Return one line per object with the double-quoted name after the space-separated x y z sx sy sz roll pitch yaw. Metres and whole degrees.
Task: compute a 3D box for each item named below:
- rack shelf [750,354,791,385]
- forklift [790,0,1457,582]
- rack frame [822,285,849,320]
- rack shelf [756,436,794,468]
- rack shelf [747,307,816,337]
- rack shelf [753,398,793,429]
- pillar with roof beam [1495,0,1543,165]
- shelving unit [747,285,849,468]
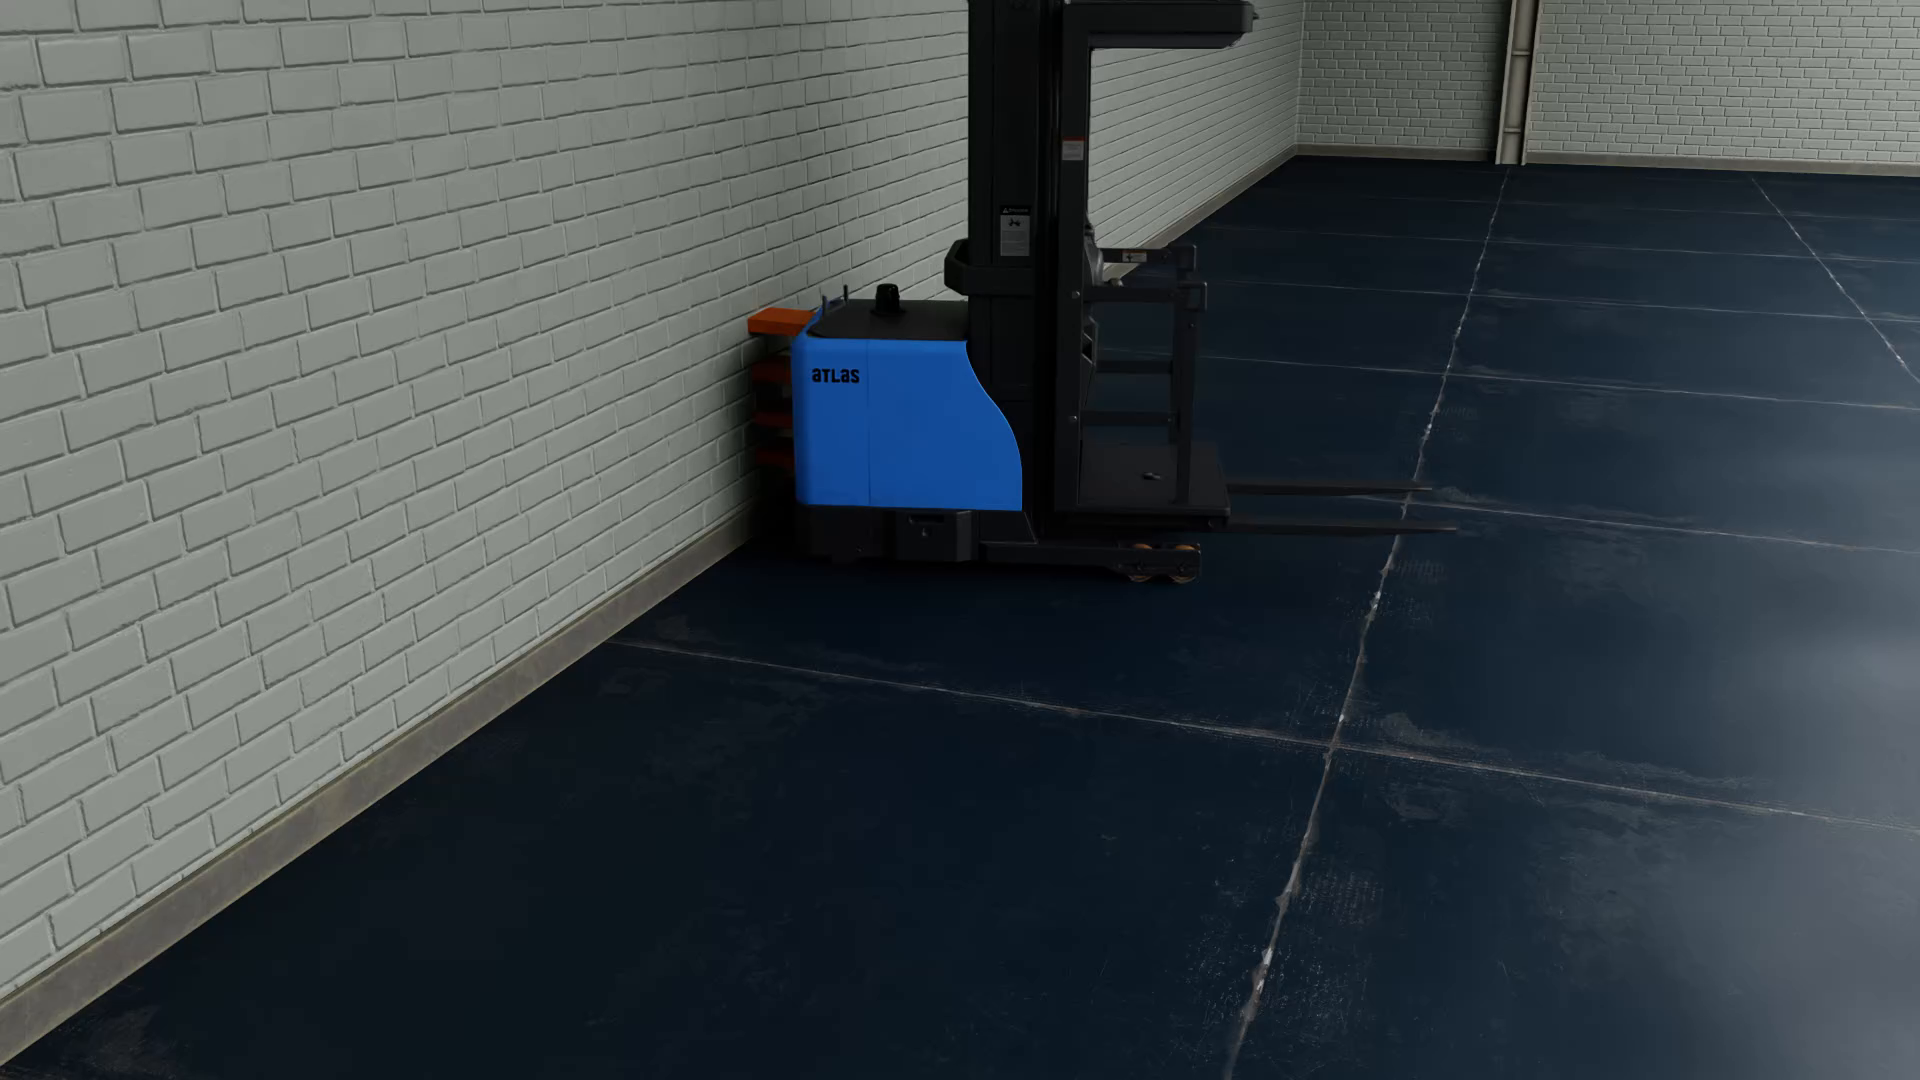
-0.804 -0.787 8.023 0.480 0.148 0.258 9 23 21 "rack shelf"
0.773 -1.376 7.570 3.031 2.935 1.130 2 19 5 "forklift"
-0.579 -0.608 7.992 0.015 1.200 0.240 9 23 21 "rack frame"
-0.801 -0.395 8.180 0.480 0.148 0.258 9 23 21 "rack shelf"
-0.806 -1.007 7.936 0.480 0.148 0.258 9 23 21 "rack shelf"
-0.803 -0.579 8.106 0.480 0.148 0.258 9 23 21 "rack shelf"
6.220 -8.136 17.746 0.400 9.000 9.100 7 20 18 "pillar with roof beam"
-0.803 -0.642 8.081 0.503 1.200 0.258 9 23 21 "shelving unit"
